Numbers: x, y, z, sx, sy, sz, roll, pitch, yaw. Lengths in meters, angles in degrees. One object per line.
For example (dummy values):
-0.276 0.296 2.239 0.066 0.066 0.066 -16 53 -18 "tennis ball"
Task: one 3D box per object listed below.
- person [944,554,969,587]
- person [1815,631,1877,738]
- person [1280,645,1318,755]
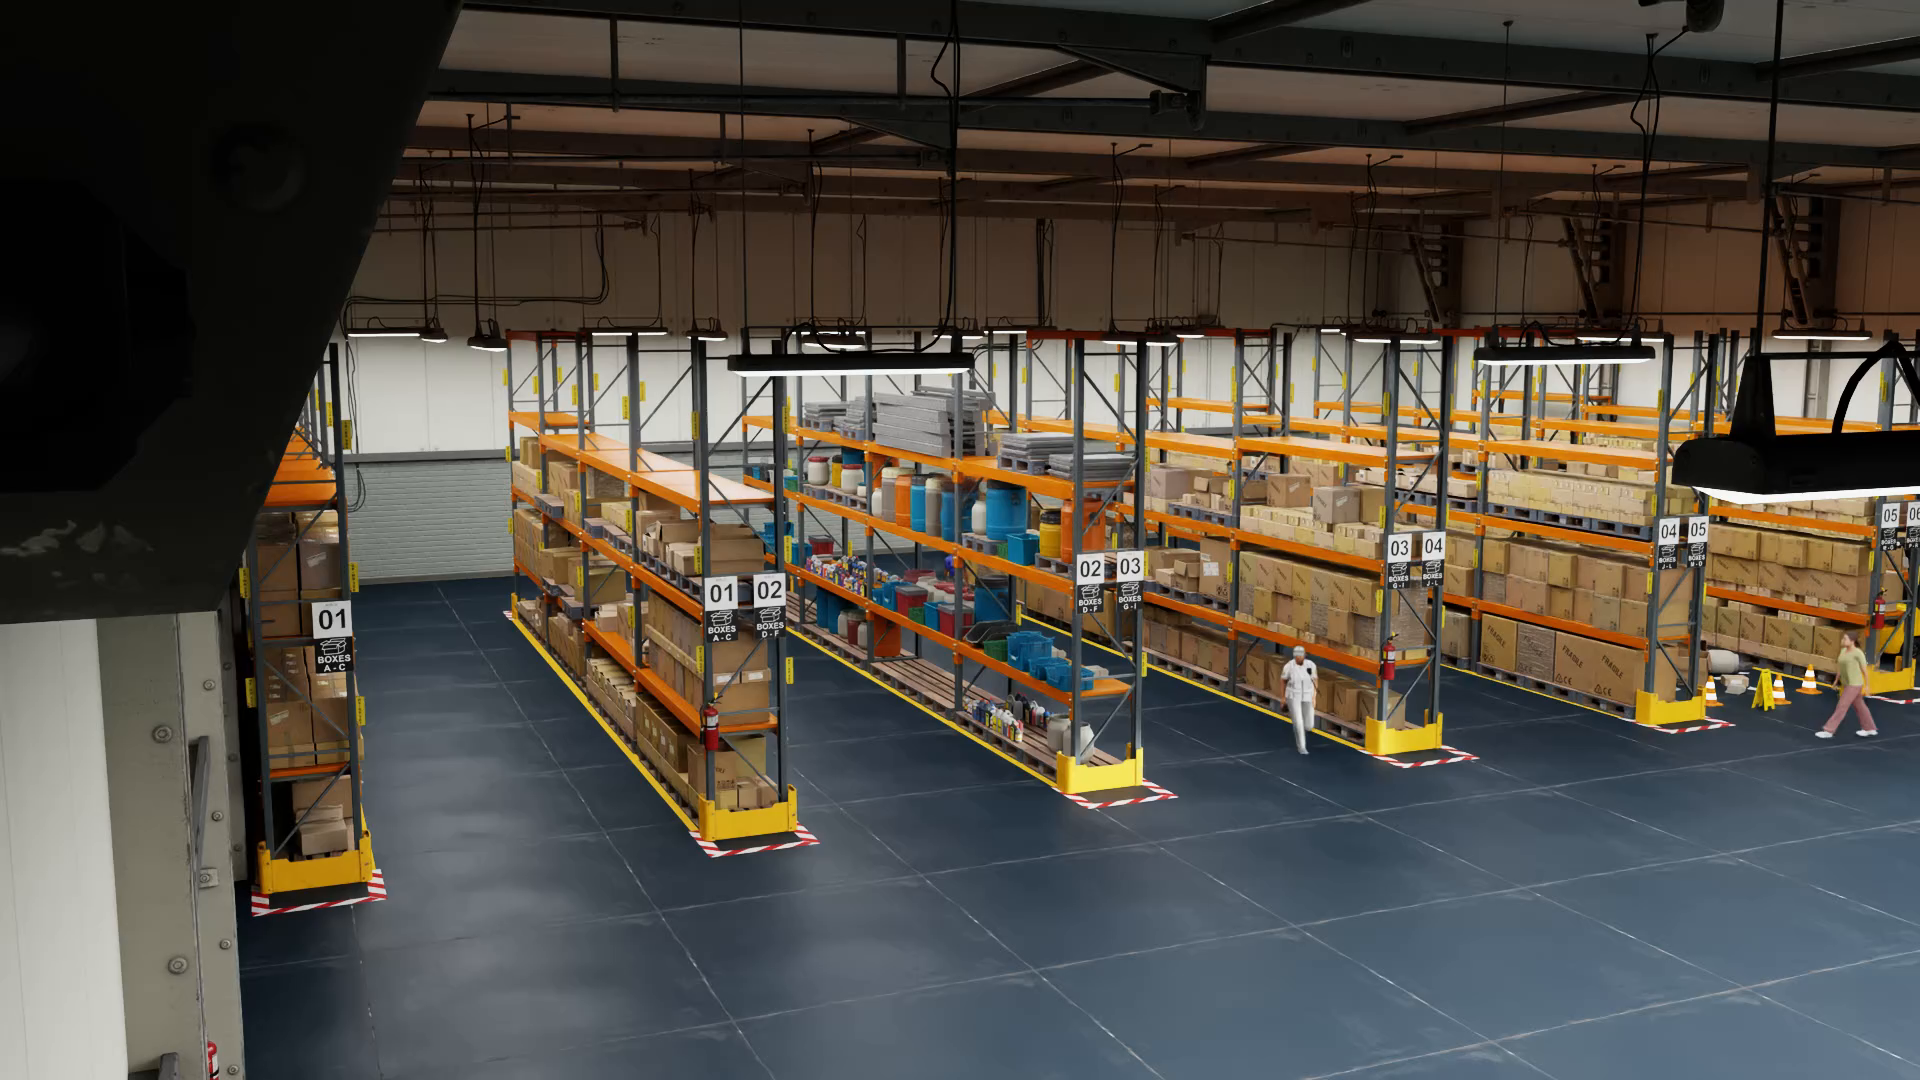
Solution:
-0.071 0.862 34.344 0.433 1.589 1.063 -5 9 -32 "person"
13.244 2.156 24.829 1.020 1.568 0.476 0 8 -3 "person"
4.930 2.282 24.201 0.519 1.577 0.688 0 8 -1 "person"
